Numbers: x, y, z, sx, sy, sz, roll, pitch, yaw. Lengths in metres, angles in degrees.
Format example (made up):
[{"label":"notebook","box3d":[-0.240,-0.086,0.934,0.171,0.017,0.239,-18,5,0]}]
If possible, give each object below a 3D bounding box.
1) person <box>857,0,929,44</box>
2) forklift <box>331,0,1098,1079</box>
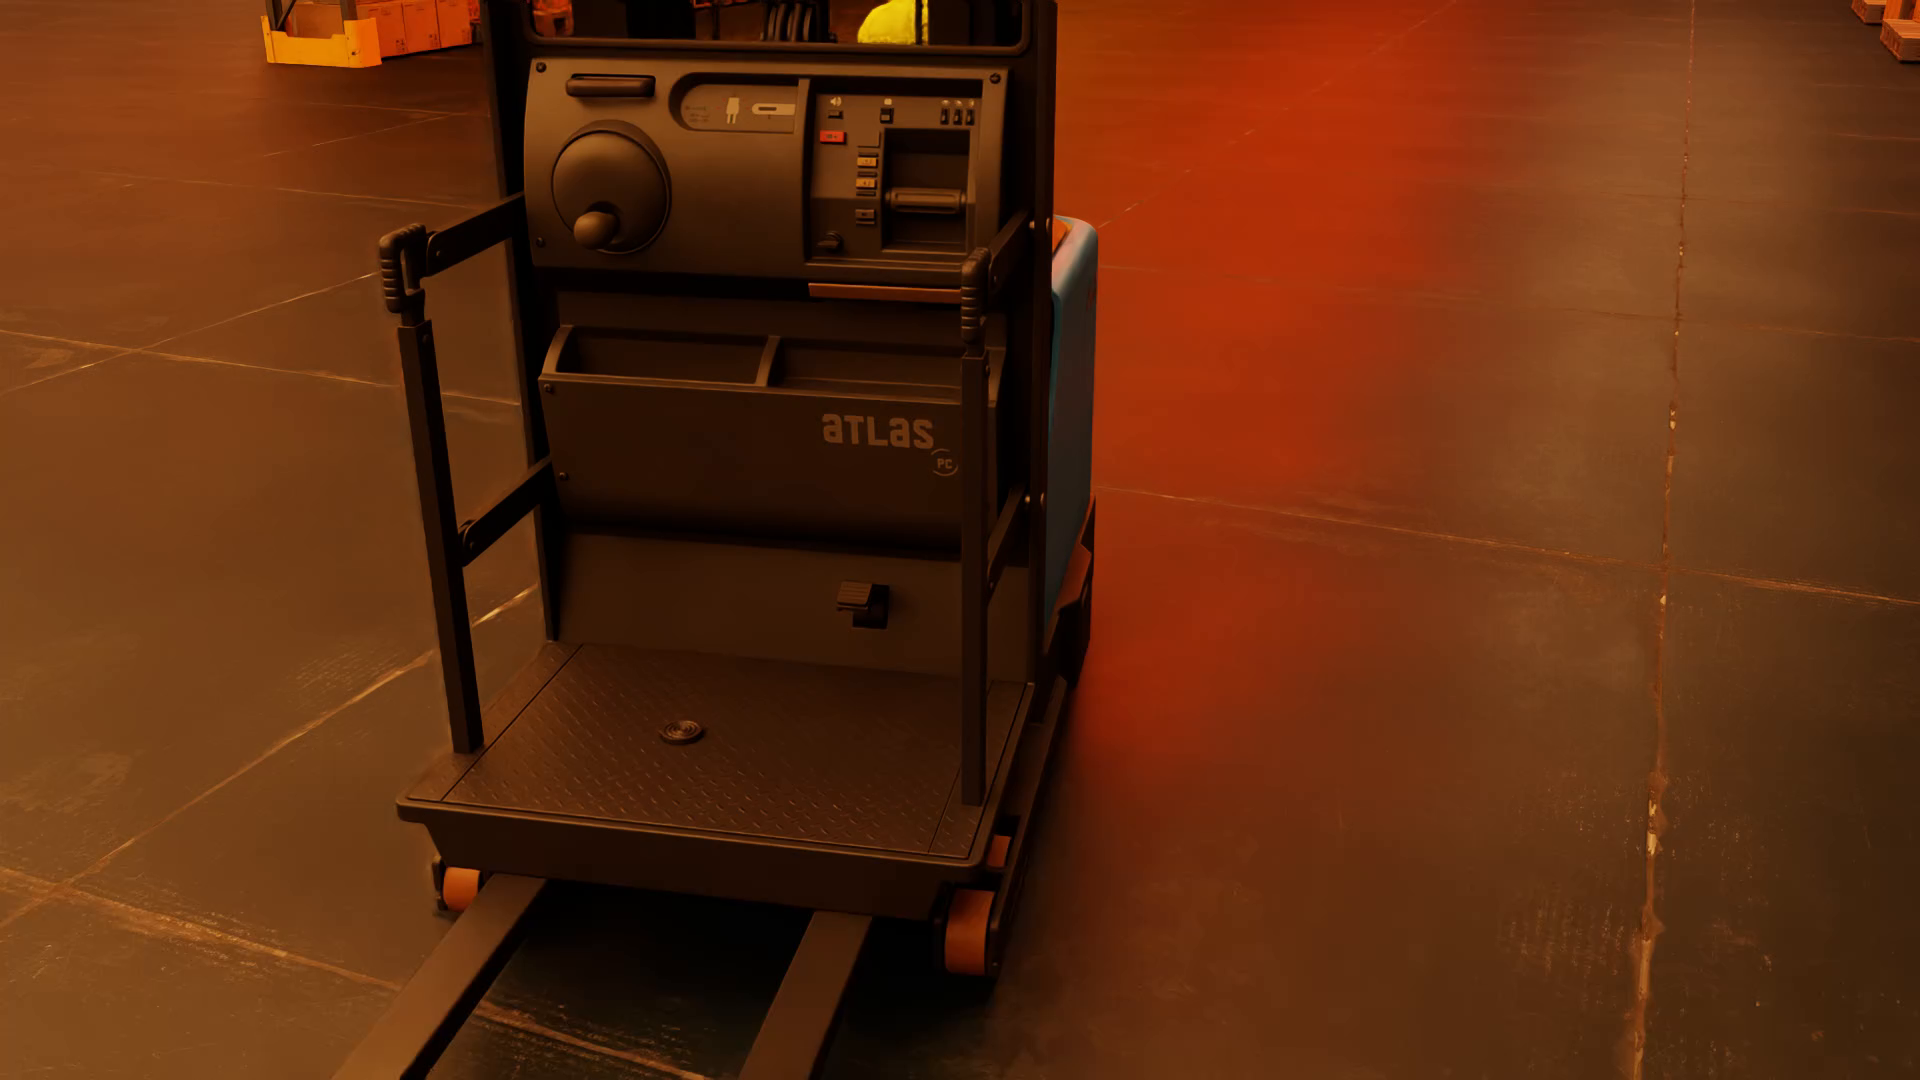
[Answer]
[{"label":"person","box3d":[-0.185,-0.514,4.230,0.664,1.636,0.893,-13,26,-28]},{"label":"forklift","box3d":[-0.411,-0.685,2.931,1.130,2.935,3.031,4,23,10]}]
